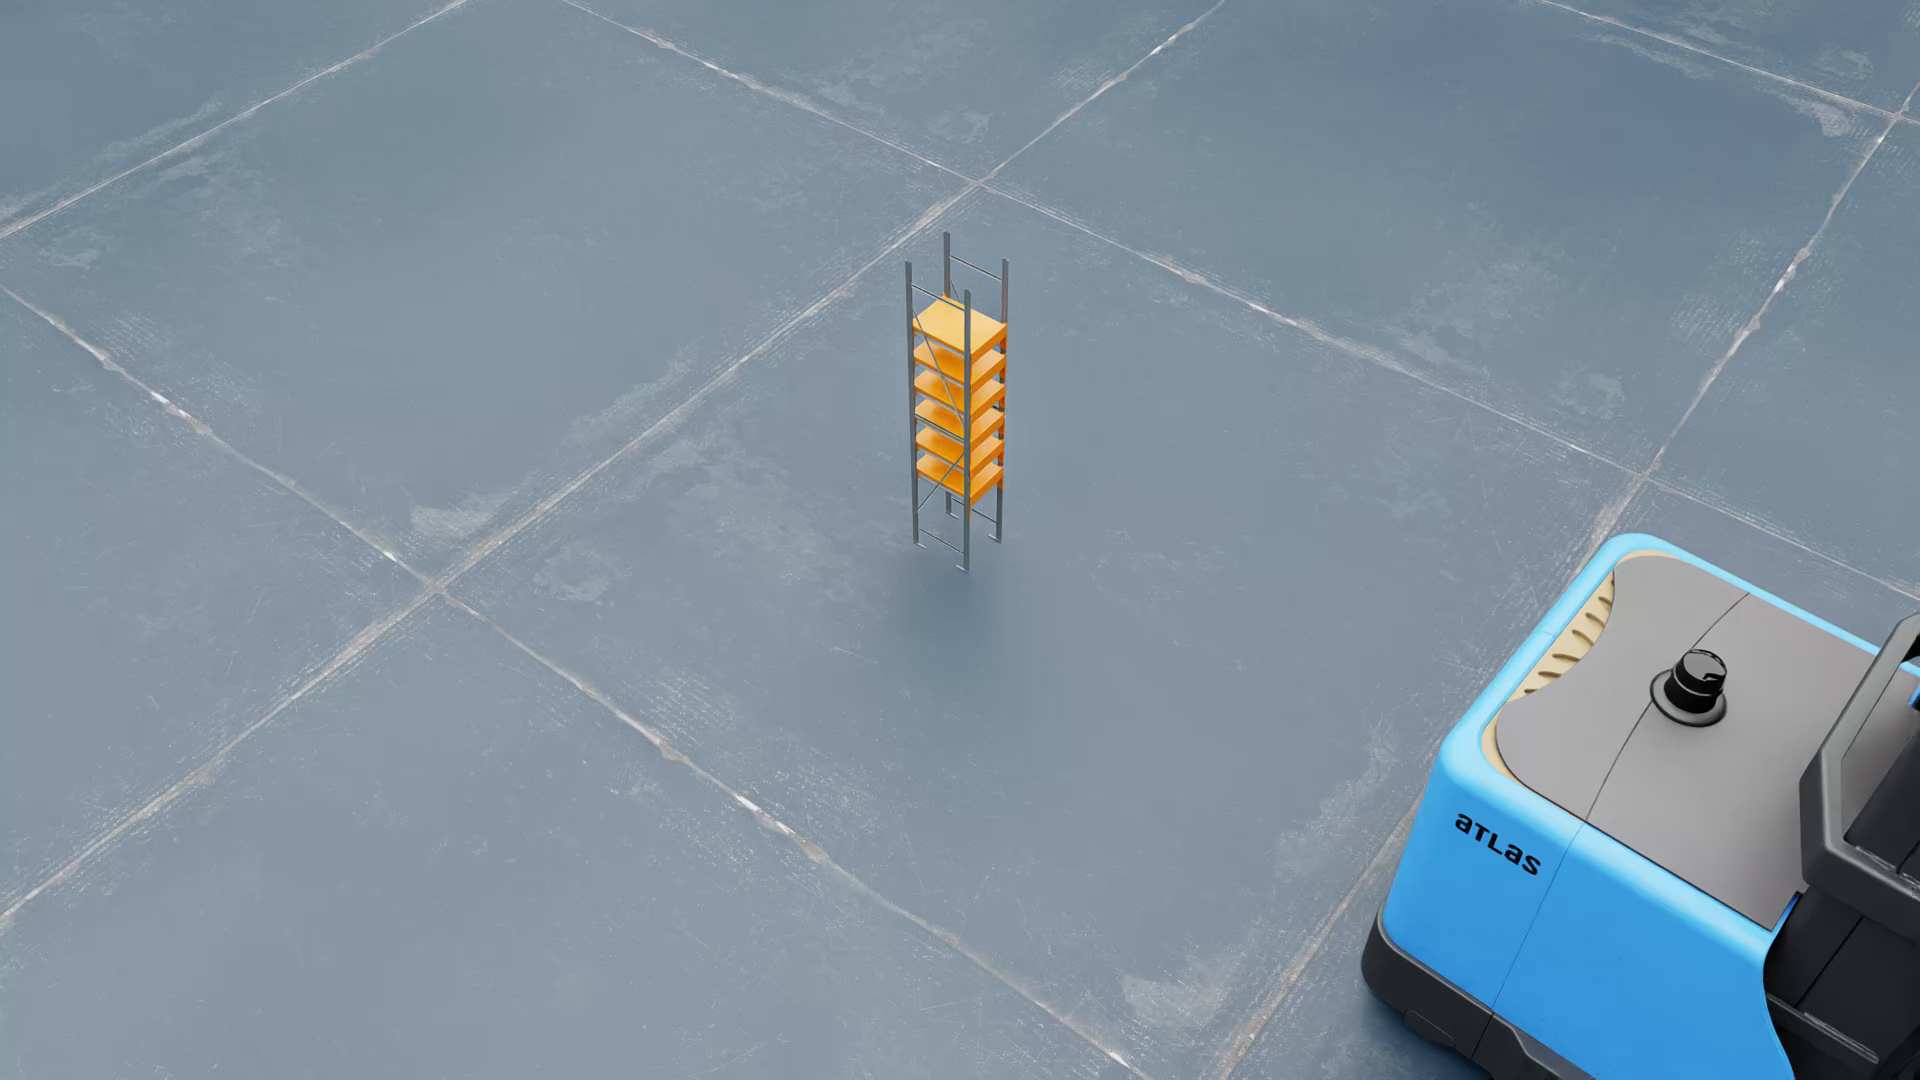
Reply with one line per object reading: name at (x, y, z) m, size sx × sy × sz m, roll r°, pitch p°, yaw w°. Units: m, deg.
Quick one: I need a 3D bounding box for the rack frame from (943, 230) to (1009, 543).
rack frame at (0.047, -0.459, 5.358) m, size 0.240 × 1.200 × 0.006 m, roll 29°, pitch 53°, yaw 25°

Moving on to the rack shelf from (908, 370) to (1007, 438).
rack shelf at (-0.009, -0.458, 5.254) m, size 0.258 × 0.103 × 0.180 m, roll 29°, pitch 53°, yaw 25°

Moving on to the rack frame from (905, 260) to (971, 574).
rack frame at (-0.065, -0.354, 5.258) m, size 0.240 × 1.200 × 0.006 m, roll 29°, pitch 53°, yaw 25°

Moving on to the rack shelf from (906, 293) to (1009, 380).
rack shelf at (-0.009, -0.624, 5.080) m, size 0.258 × 0.103 × 0.180 m, roll 29°, pitch 53°, yaw 25°

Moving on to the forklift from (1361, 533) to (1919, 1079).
forklift at (2.539, 0.646, 3.106) m, size 3.031 × 2.935 × 1.130 m, roll 32°, pitch 54°, yaw 27°

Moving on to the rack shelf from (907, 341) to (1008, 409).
rack shelf at (-0.009, -0.541, 5.167) m, size 0.258 × 0.103 × 0.180 m, roll 29°, pitch 53°, yaw 25°

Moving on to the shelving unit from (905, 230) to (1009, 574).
shelving unit at (-0.009, -0.406, 5.308) m, size 0.258 × 1.200 × 0.189 m, roll 29°, pitch 53°, yaw 25°

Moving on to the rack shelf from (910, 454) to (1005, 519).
rack shelf at (-0.009, -0.210, 5.514) m, size 0.258 × 0.103 × 0.180 m, roll 29°, pitch 53°, yaw 25°

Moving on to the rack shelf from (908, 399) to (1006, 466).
rack shelf at (-0.009, -0.375, 5.340) m, size 0.258 × 0.103 × 0.180 m, roll 29°, pitch 53°, yaw 25°

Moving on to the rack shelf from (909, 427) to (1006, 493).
rack shelf at (-0.009, -0.293, 5.427) m, size 0.258 × 0.103 × 0.180 m, roll 29°, pitch 53°, yaw 25°
